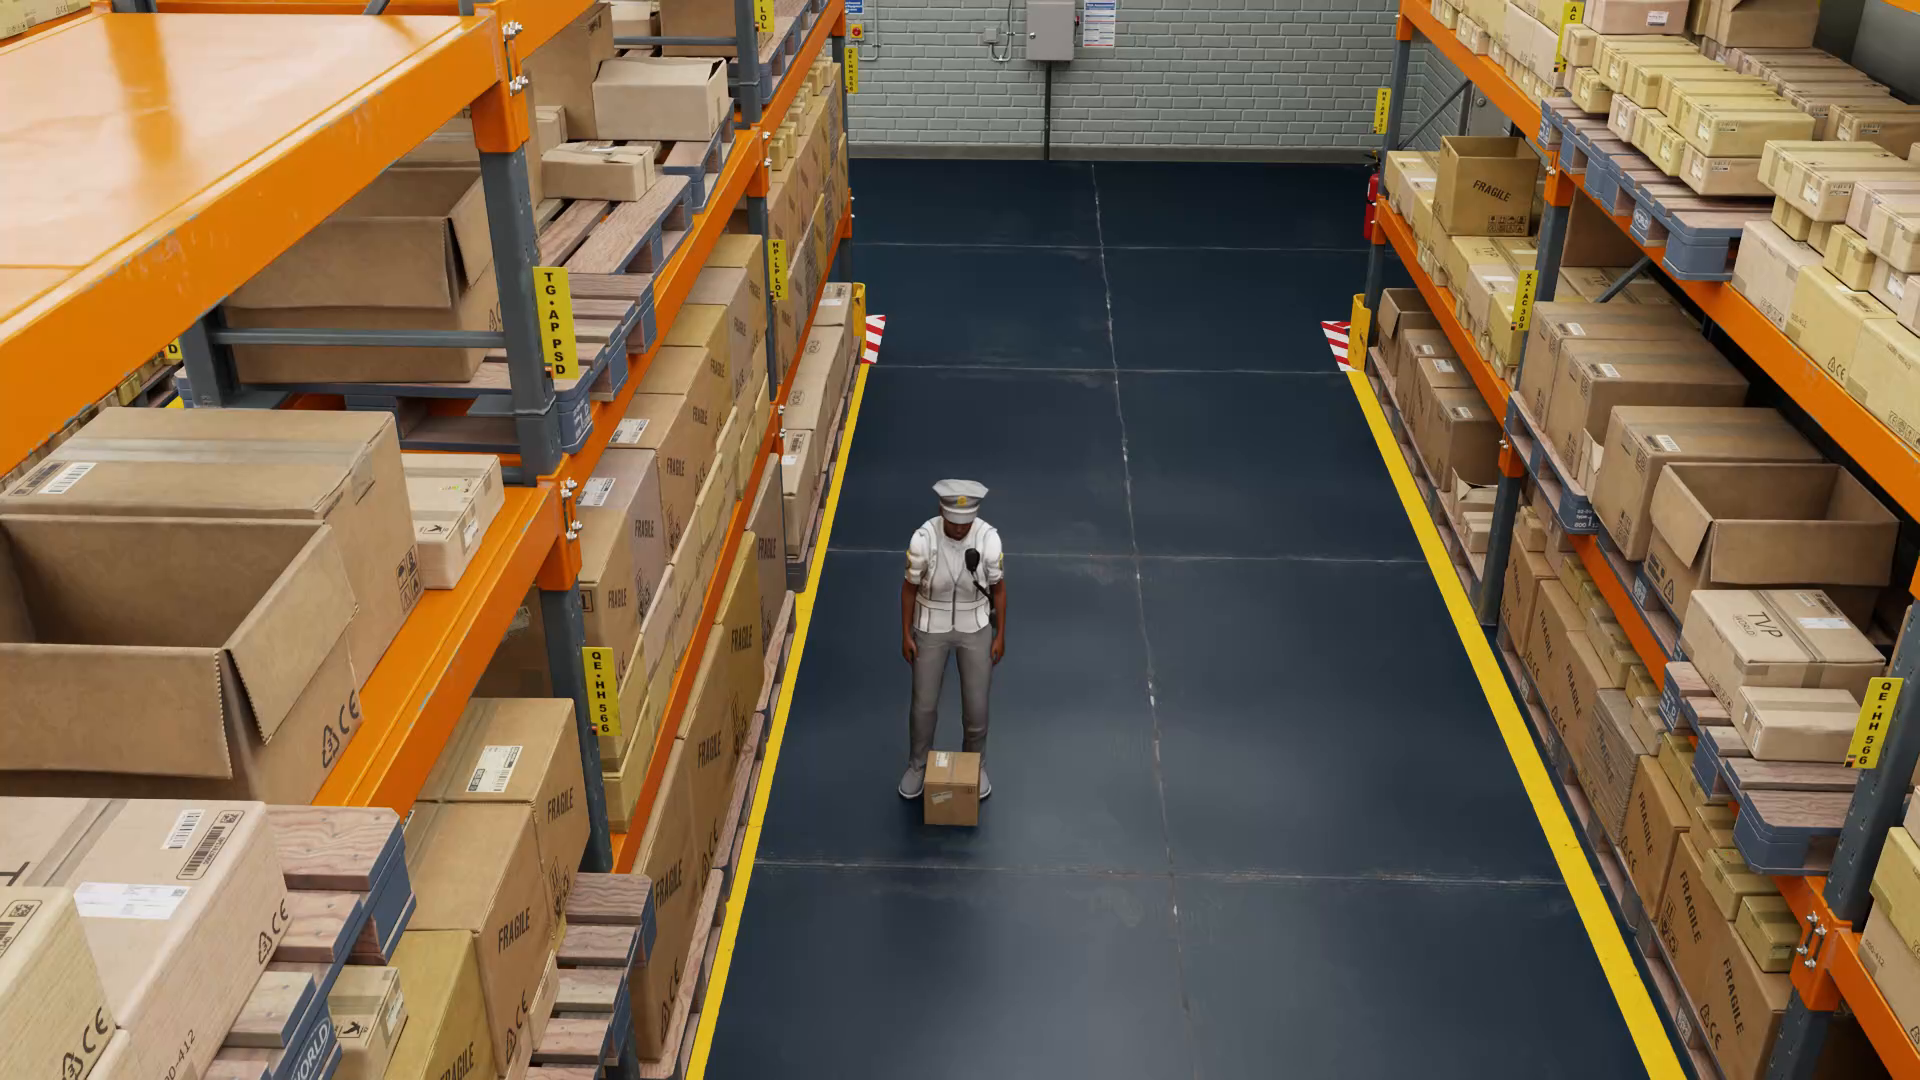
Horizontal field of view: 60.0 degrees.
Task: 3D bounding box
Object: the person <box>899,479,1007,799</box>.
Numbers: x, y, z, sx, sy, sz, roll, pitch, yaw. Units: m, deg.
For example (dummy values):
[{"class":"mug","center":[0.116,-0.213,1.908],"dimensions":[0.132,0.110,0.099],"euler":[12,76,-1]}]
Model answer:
[{"class":"person","center":[-0.039,0.449,7.784],"dimensions":[0.521,1.657,0.395],"euler":[0,28,-1]}]
